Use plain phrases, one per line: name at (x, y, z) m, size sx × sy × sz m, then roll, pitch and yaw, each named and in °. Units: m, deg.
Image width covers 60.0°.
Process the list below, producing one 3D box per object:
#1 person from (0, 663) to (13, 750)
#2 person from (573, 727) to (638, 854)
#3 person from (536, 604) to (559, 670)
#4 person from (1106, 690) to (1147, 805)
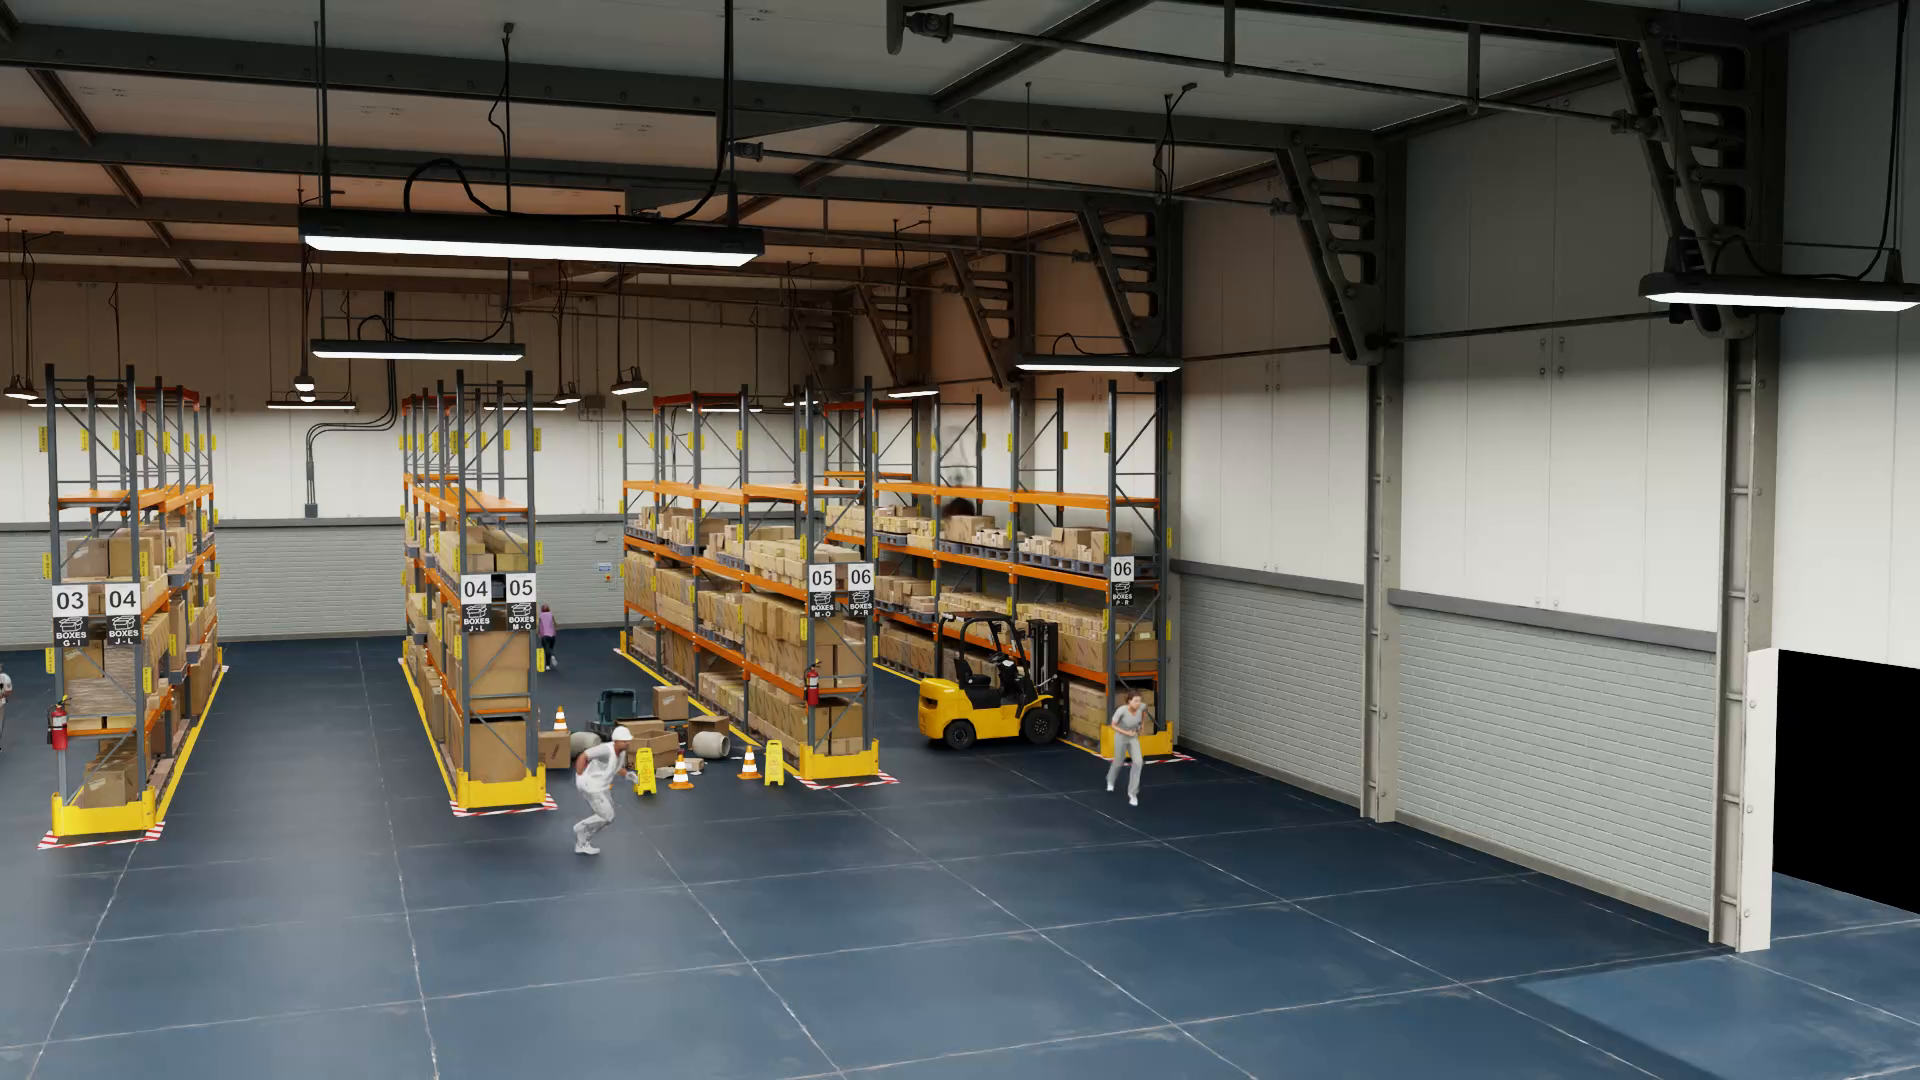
person at (-15.513, 2.692, 26.624) m, size 0.609 × 1.524 × 0.927 m, roll -2°, pitch 4°, yaw -33°
person at (-4.310, 3.035, 20.070) m, size 0.824 × 1.591 × 0.716 m, roll 1°, pitch 4°, yaw 19°
person at (-9.084, 2.216, 36.604) m, size 0.556 × 1.333 × 0.855 m, roll -2°, pitch 4°, yaw -26°
person at (2.315, 2.875, 23.366) m, size 0.606 × 1.614 × 0.952 m, roll -1°, pitch 4°, yaw -20°
